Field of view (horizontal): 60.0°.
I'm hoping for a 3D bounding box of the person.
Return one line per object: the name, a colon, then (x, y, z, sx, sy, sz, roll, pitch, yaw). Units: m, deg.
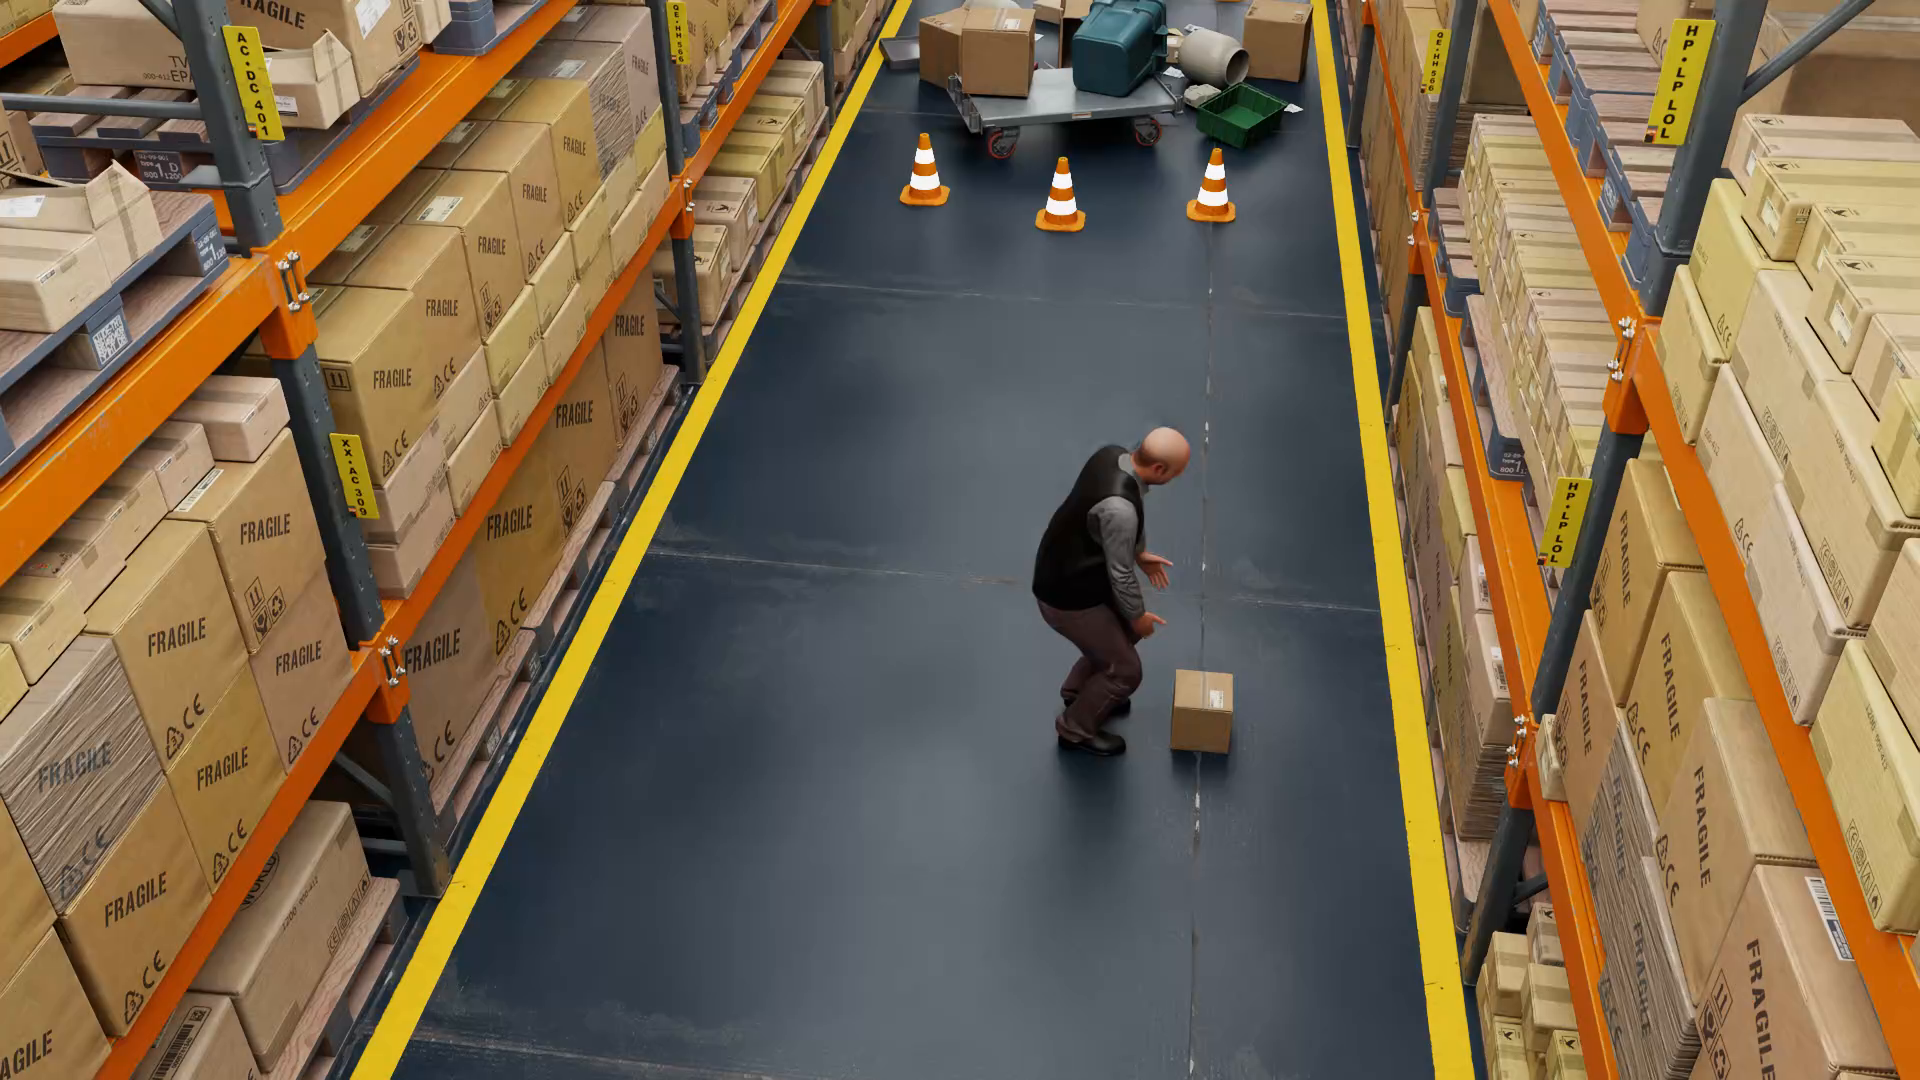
person: (0.608, 0.184, 6.977, 0.602, 1.533, 0.586, 5, 36, 6)
